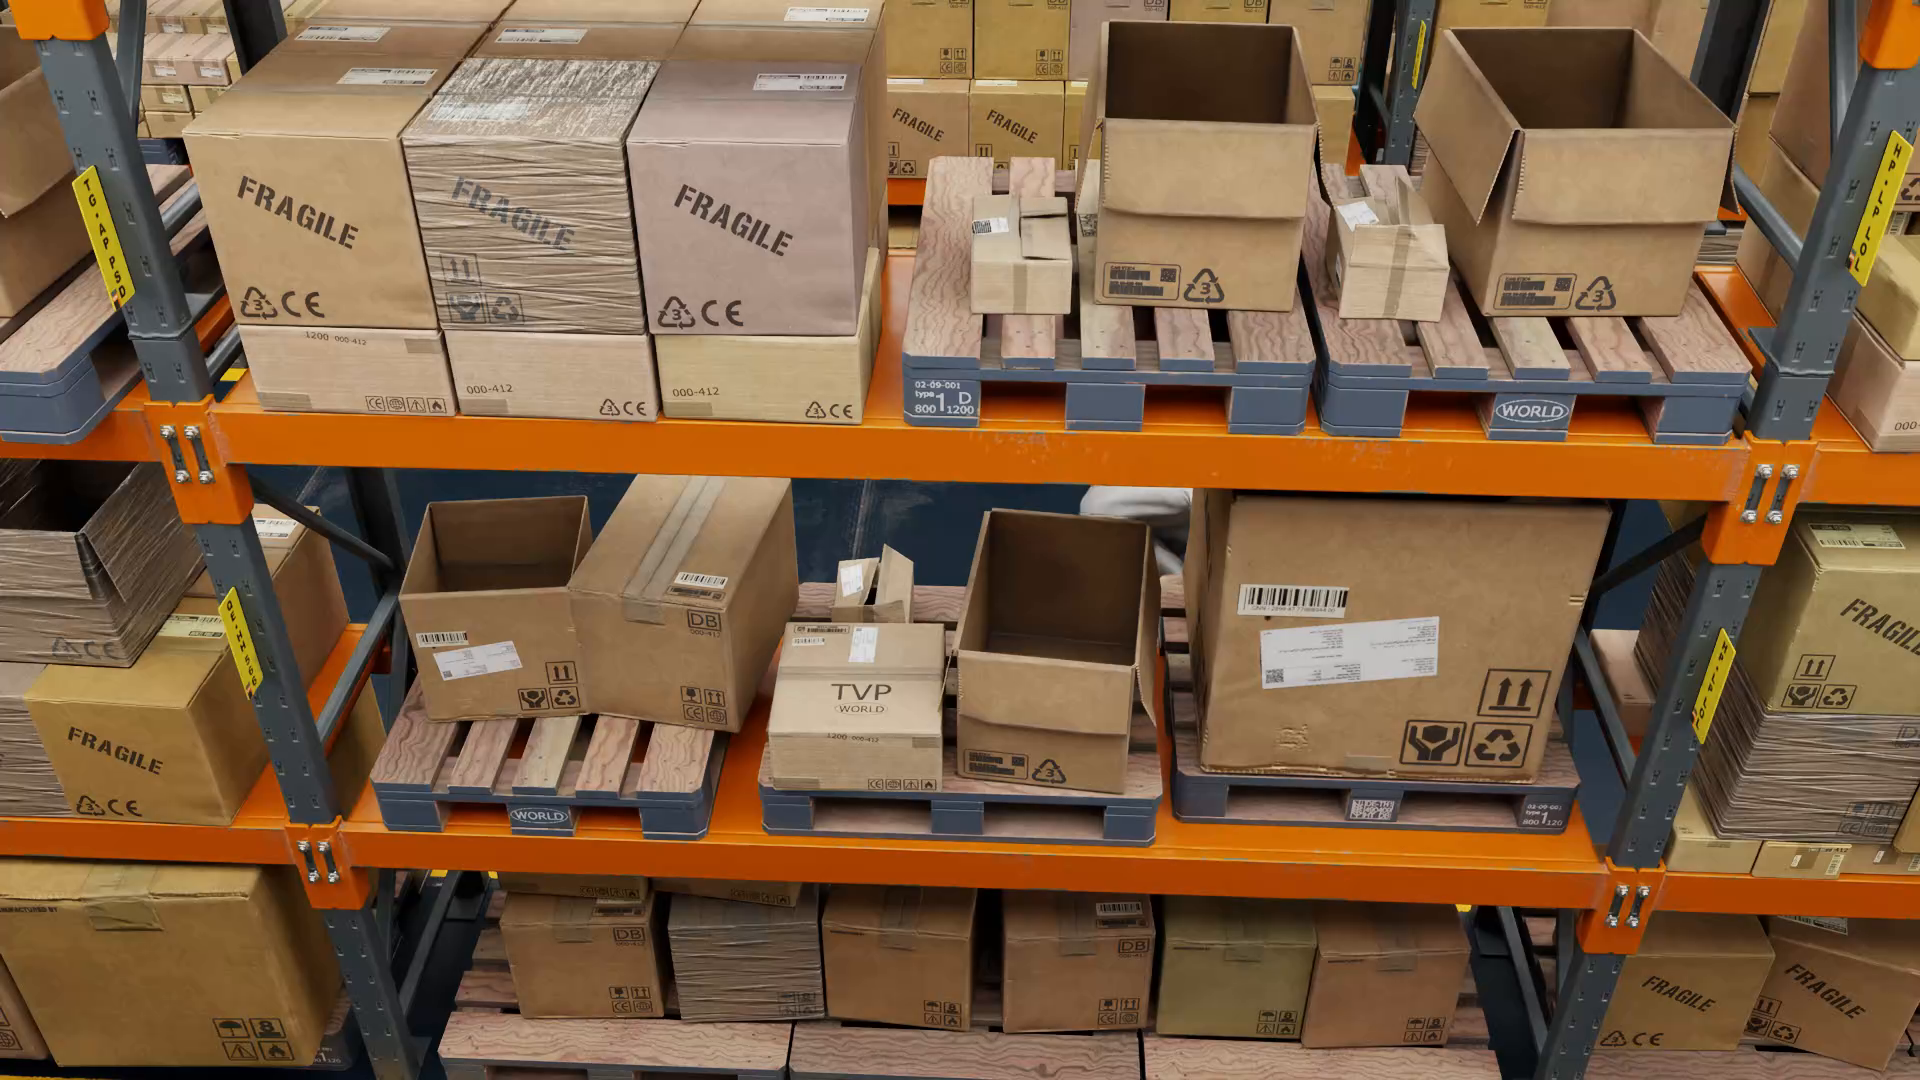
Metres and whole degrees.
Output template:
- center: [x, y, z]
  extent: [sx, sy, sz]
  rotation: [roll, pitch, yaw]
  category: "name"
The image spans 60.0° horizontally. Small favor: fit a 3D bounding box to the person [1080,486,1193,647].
- center: [0.976, 0.039, 7.665]
  extent: [0.862, 0.970, 0.463]
  rotation: [0, 36, 0]
  category: "person"
